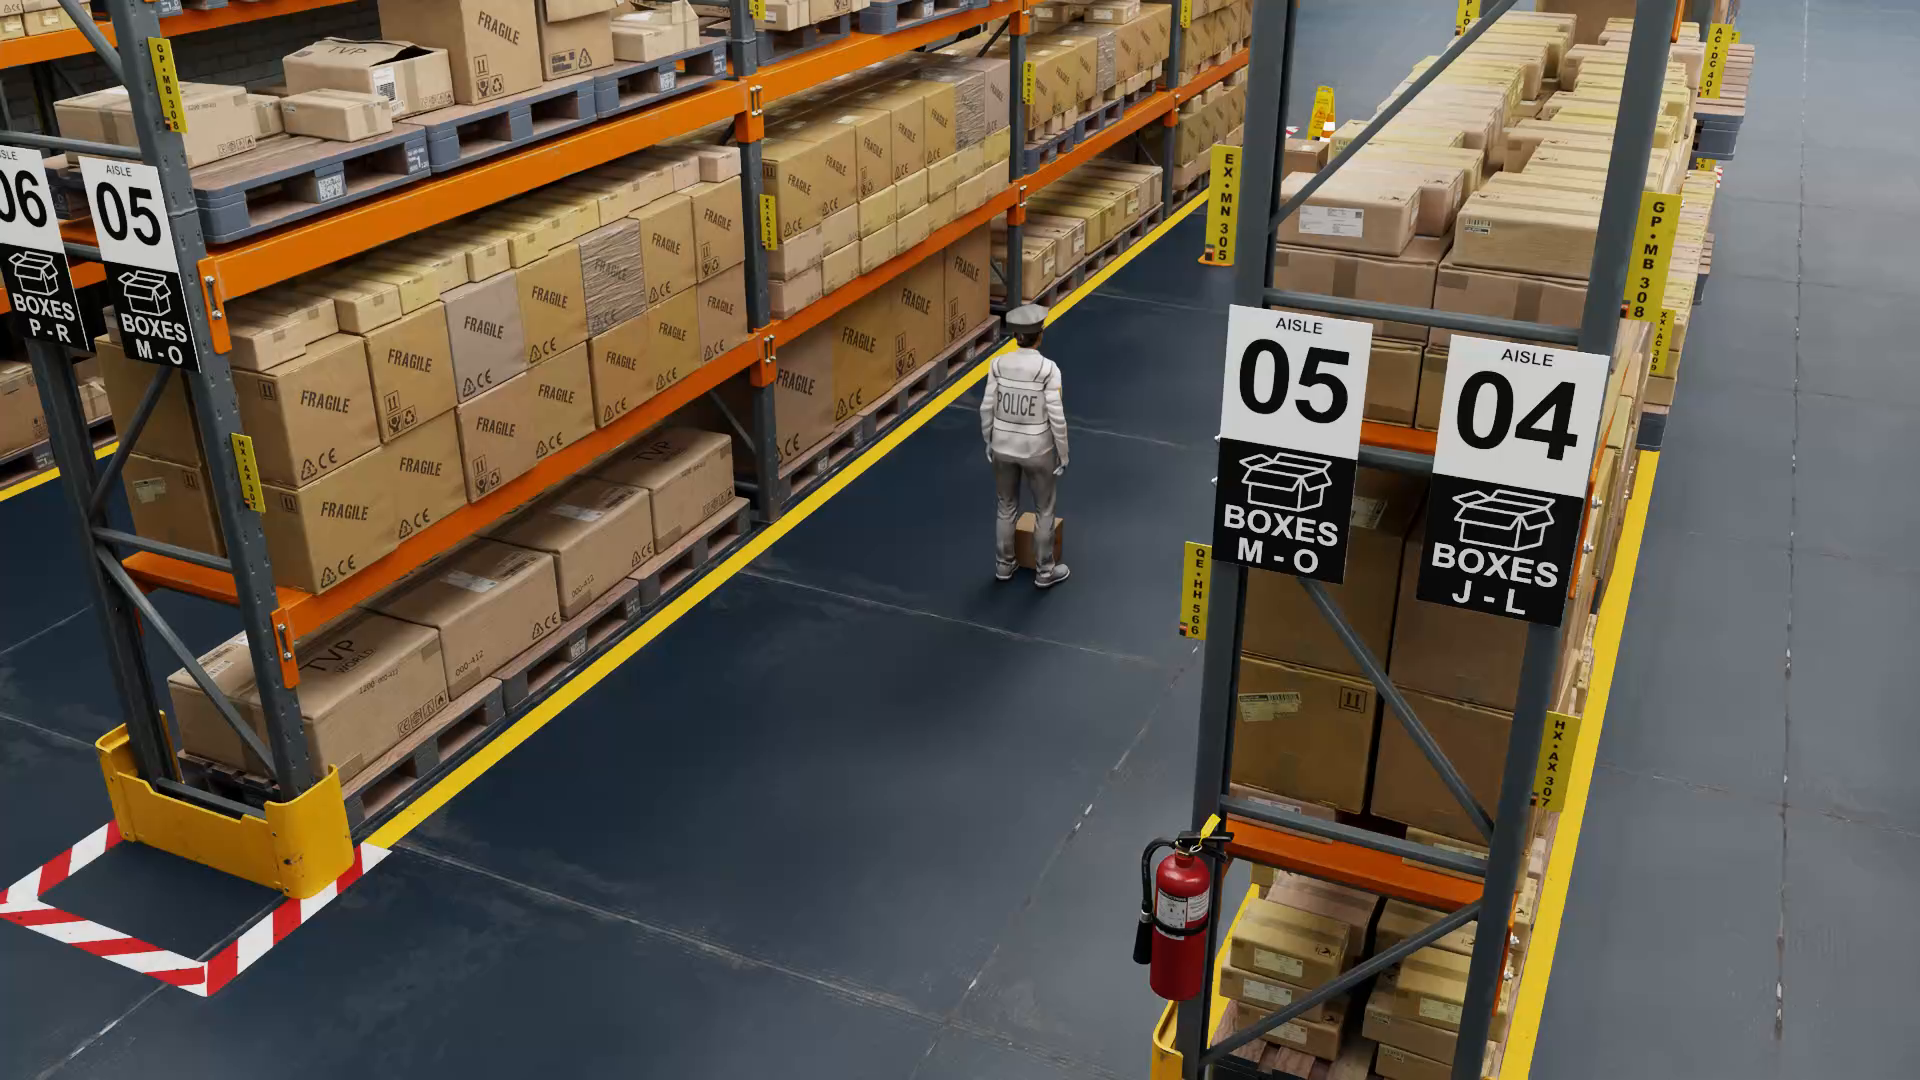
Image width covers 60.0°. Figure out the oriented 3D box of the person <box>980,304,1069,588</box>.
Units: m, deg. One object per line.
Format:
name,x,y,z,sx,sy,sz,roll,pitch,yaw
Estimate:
person,0.378,-0.526,9.674,0.530,1.663,0.377,11,28,21
